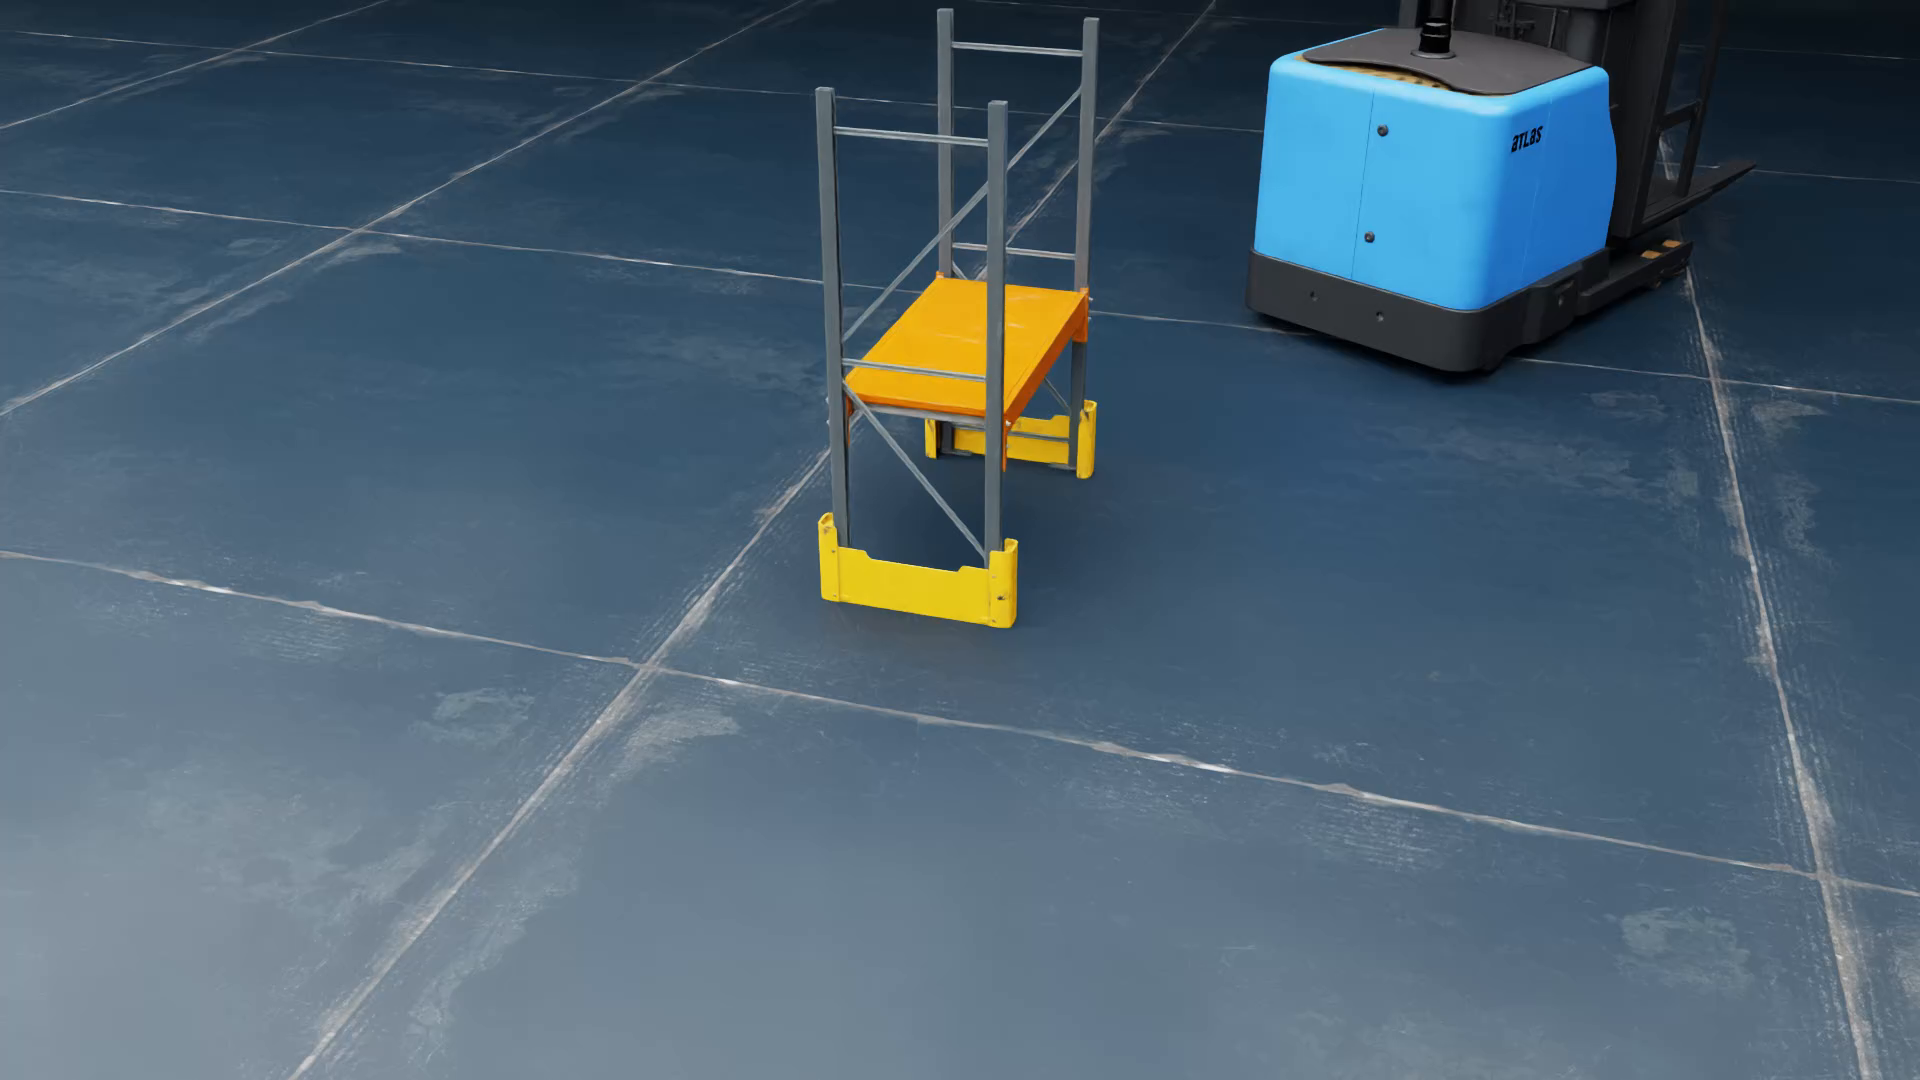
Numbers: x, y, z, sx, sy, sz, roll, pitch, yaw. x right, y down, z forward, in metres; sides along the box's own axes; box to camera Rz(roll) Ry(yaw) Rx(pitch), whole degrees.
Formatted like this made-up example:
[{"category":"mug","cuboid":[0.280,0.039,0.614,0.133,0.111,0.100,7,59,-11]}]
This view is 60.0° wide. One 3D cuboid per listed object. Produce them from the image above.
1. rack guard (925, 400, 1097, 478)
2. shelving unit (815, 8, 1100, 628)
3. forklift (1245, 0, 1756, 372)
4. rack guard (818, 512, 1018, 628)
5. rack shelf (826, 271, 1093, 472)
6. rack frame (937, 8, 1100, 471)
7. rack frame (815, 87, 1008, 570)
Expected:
[{"category":"rack guard","cuboid":[0.169,-0.376,5.669,0.587,0.250,0.087,8,30,15]},{"category":"shelving unit","cuboid":[0.022,-0.691,4.949,0.587,1.500,1.083,8,30,15]},{"category":"forklift","cuboid":[2.574,-2.526,6.775,3.031,2.935,1.130,-26,38,-38]},{"category":"rack guard","cuboid":[-0.124,0.087,4.837,0.587,0.250,0.087,8,30,15]},{"category":"rack shelf","cuboid":[0.025,-0.538,5.044,0.538,0.185,1.000,8,30,15]},{"category":"rack frame","cuboid":[0.174,-0.931,5.381,0.500,1.500,0.032,8,30,15]},{"category":"rack frame","cuboid":[-0.124,-0.459,4.532,0.500,1.500,0.032,8,30,15]}]
